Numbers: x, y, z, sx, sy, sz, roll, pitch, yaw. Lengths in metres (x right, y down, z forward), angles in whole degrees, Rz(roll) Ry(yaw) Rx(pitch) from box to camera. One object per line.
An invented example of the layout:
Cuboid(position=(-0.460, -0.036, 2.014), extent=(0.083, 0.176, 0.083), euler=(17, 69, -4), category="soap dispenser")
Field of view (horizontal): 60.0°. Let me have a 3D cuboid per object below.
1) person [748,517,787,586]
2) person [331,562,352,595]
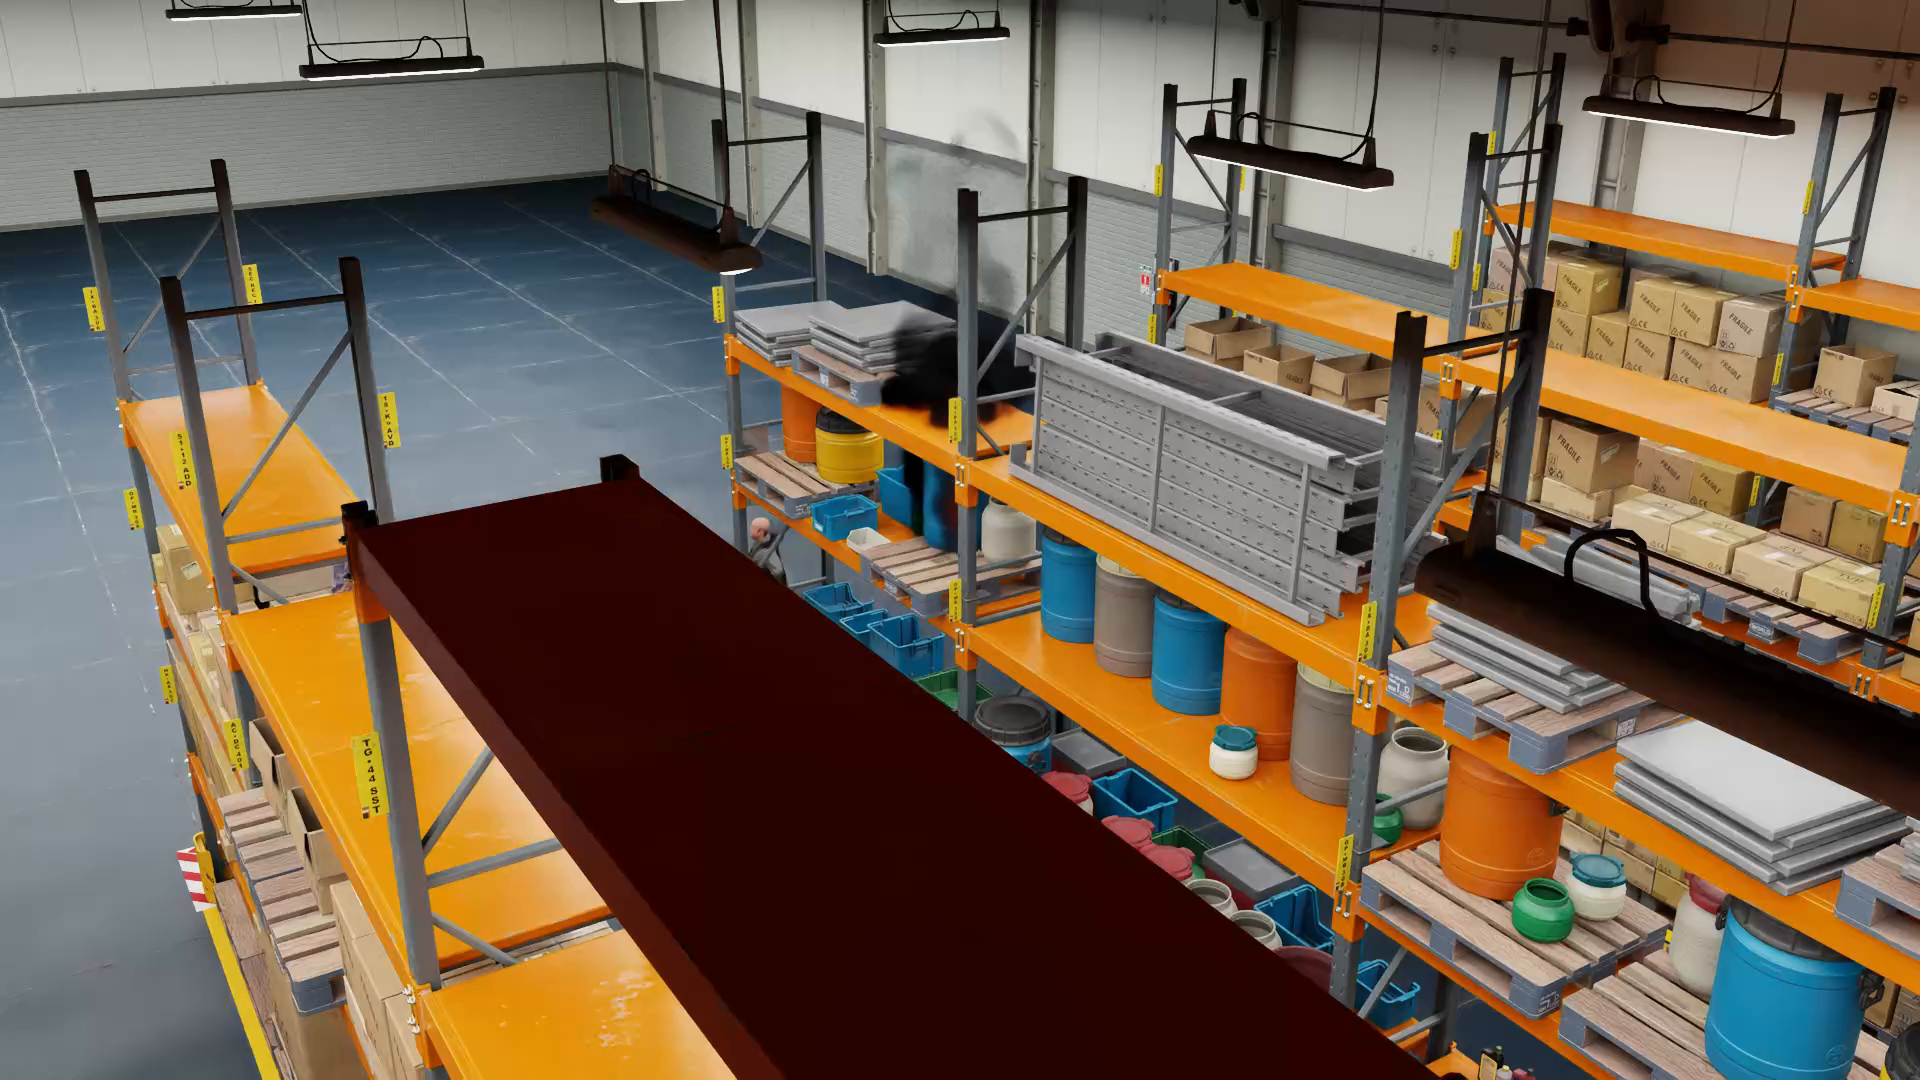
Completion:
Cuboid(position=(-2.028, 0.557, 17.751), extent=(0.741, 1.747, 0.677), euler=(5, 22, 12), category="person")
Cuboid(position=(-6.602, 0.594, 17.732), extent=(0.643, 1.617, 0.579), euler=(-1, 22, -1), category="person")
